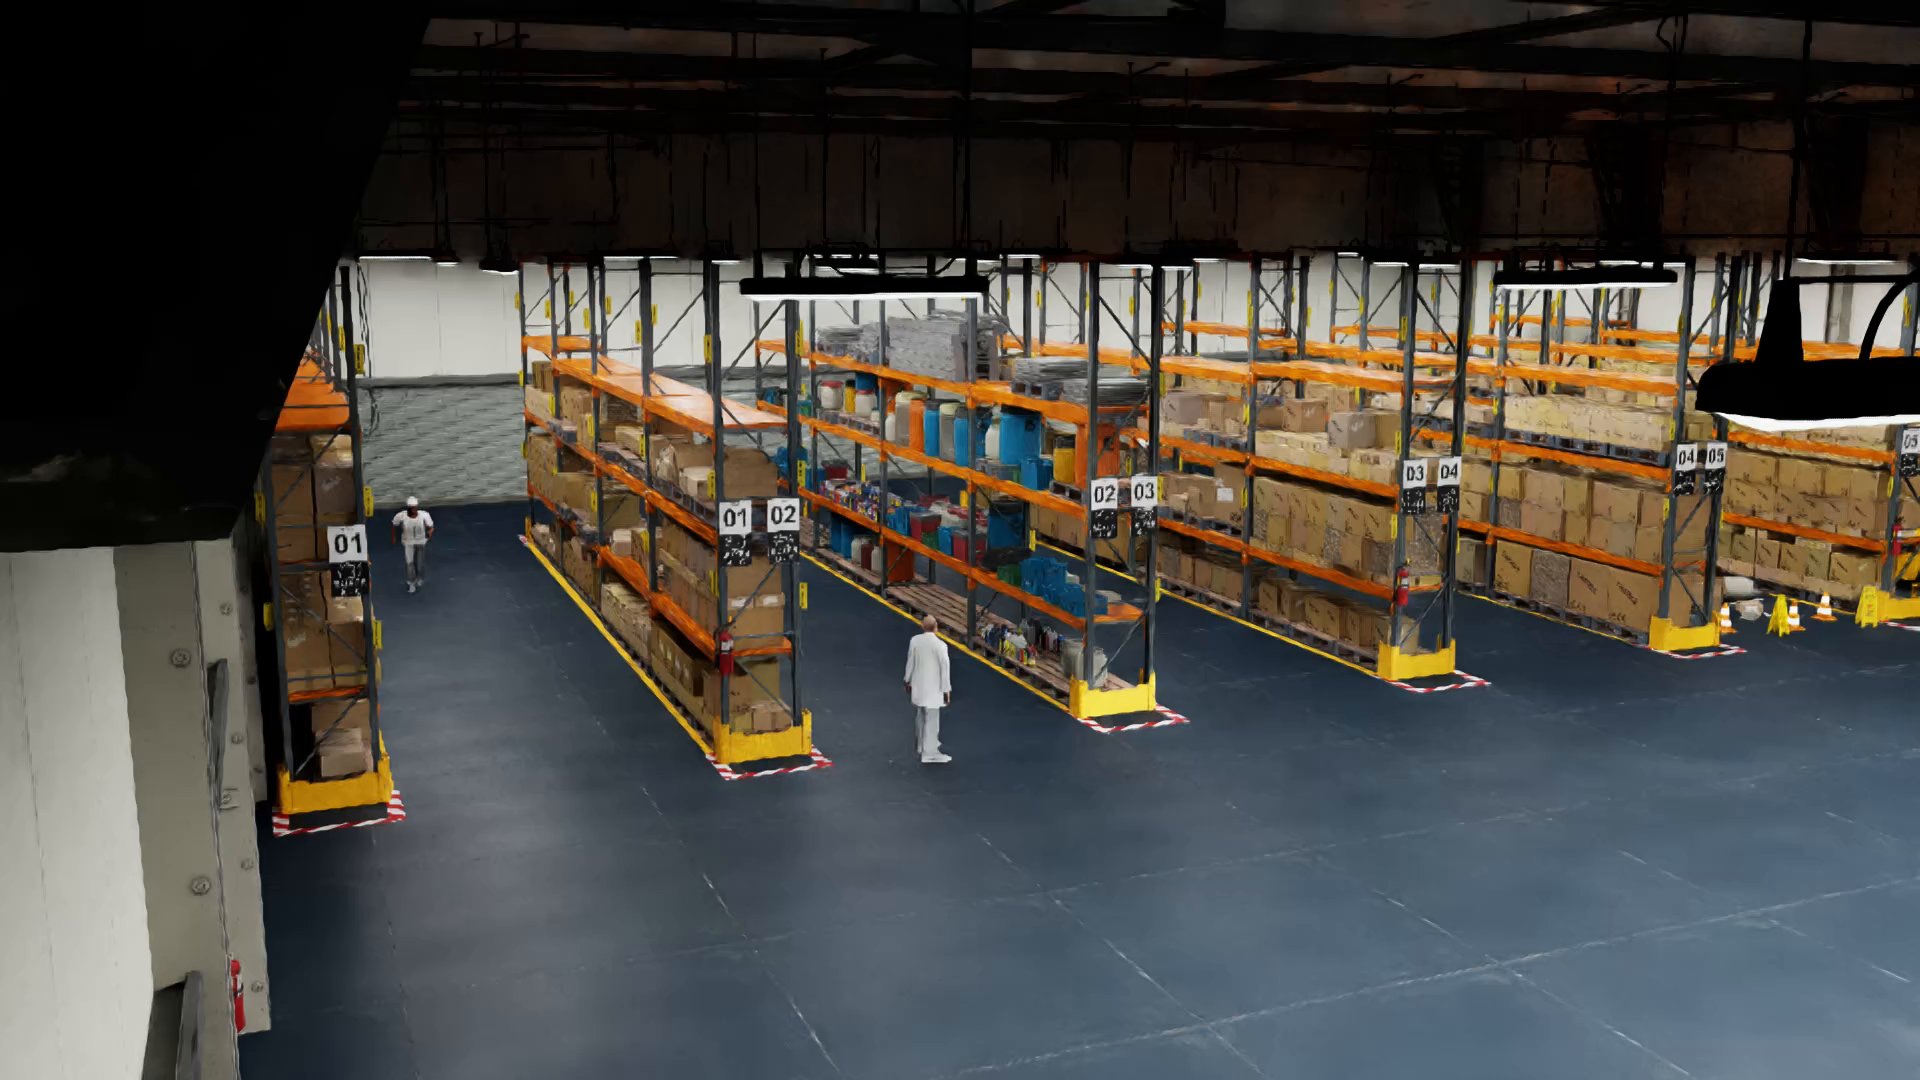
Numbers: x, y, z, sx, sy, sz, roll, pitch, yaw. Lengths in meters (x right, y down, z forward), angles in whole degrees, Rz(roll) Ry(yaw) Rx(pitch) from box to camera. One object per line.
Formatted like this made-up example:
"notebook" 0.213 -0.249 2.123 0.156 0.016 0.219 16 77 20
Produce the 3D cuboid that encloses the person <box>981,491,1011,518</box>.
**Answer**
"person" 0.743 -0.078 29.155 0.706 1.714 0.875 -5 12 -27

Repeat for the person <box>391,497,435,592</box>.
"person" -9.880 0.041 30.077 0.739 1.693 0.860 -5 12 -26

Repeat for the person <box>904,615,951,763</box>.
"person" -0.343 1.776 20.279 0.732 1.776 0.584 9 14 41

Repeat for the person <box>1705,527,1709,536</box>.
"person" 15.650 -0.748 34.617 0.497 1.594 0.515 1 10 7

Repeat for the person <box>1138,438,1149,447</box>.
"person" 4.626 -2.048 41.431 0.689 1.734 0.711 7 12 33
